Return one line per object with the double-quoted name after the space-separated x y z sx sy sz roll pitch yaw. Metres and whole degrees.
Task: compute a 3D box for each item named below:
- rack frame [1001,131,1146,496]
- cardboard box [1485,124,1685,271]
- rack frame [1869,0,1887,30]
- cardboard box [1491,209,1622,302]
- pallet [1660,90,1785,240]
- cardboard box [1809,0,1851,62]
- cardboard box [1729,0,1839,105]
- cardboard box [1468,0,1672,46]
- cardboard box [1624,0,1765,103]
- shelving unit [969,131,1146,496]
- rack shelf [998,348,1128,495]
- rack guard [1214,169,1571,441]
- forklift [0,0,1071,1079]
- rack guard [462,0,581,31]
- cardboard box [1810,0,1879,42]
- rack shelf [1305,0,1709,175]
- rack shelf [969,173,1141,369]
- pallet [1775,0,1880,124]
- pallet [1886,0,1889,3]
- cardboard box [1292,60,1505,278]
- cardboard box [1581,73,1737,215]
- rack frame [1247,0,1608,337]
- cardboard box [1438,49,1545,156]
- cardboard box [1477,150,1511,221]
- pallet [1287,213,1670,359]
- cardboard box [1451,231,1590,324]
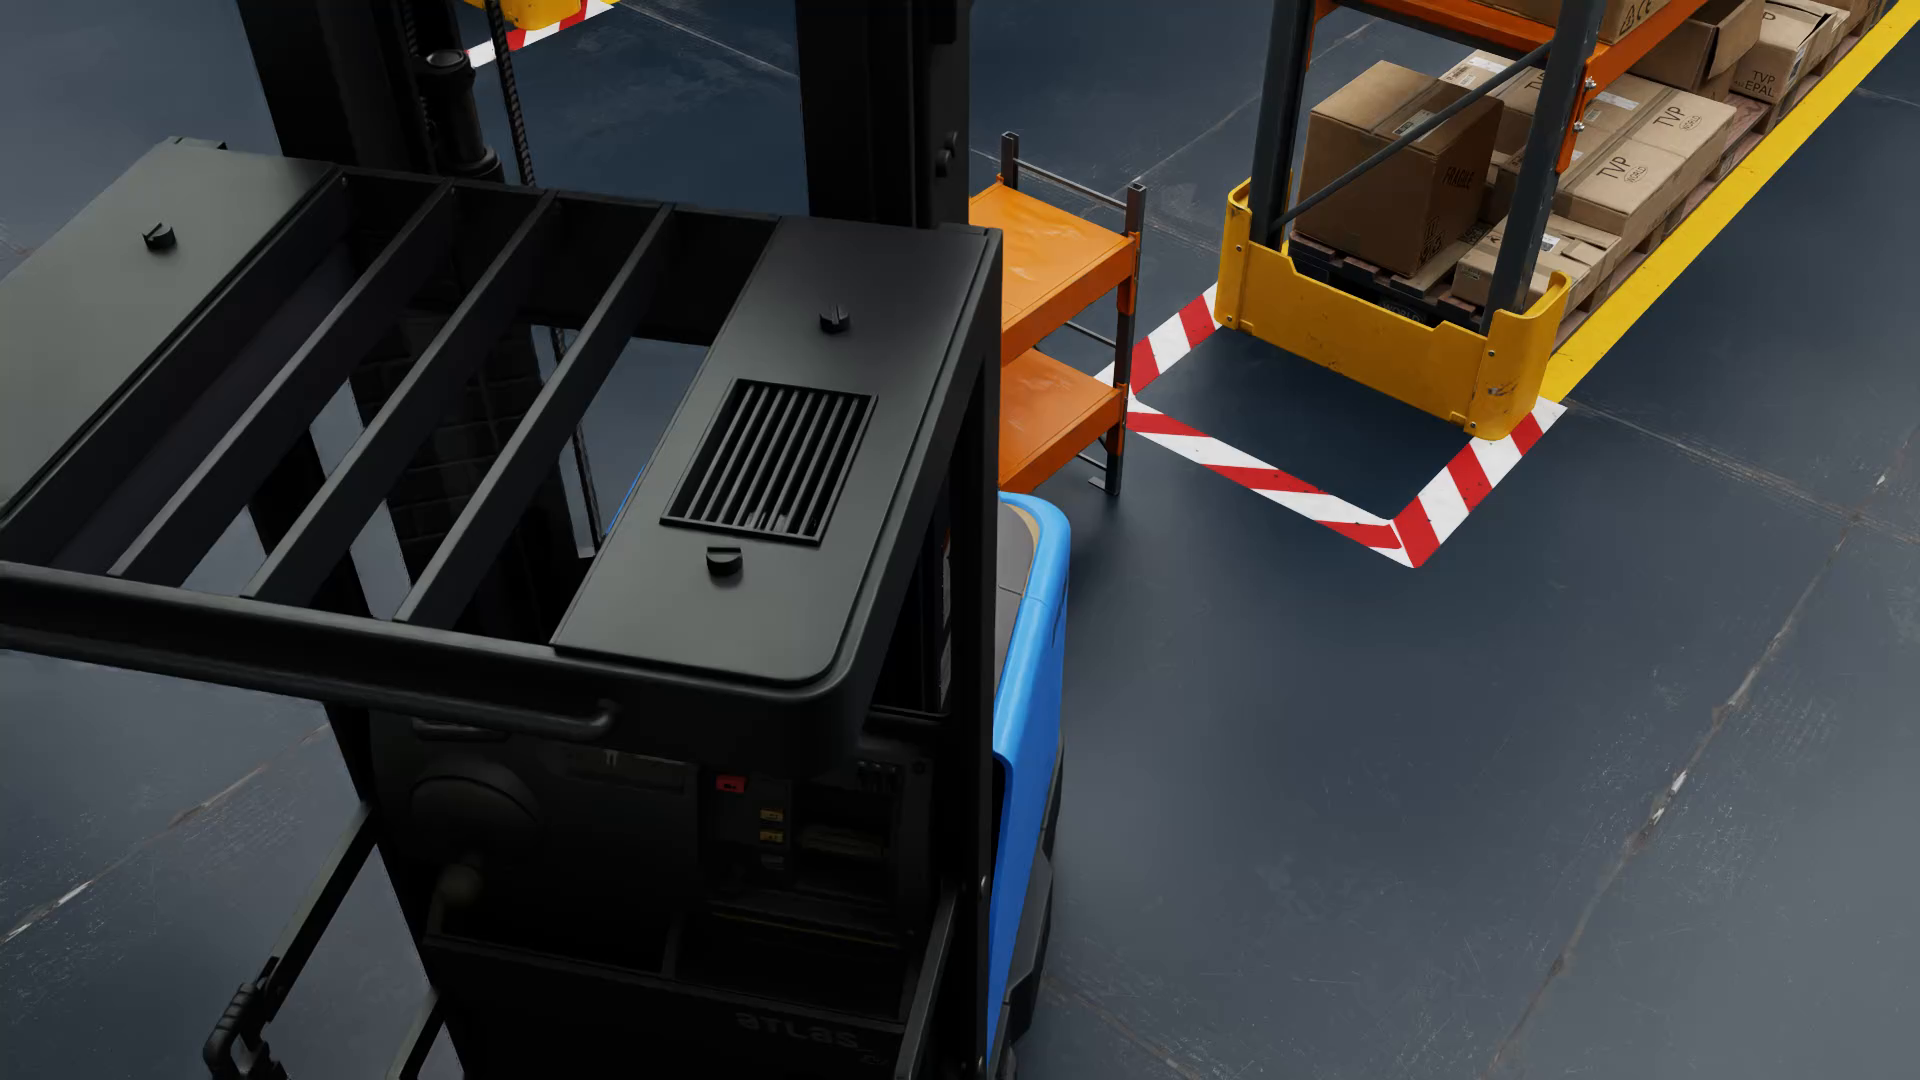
0.323 -0.674 5.156 0.500 1.125 0.032 29 50 28 "rack frame"
2.311 -1.289 6.154 0.500 0.250 0.500 29 50 28 "cardboard box"
3.996 -3.788 7.187 1.000 3.000 0.127 29 50 28 "rack frame"
2.115 -1.039 5.942 0.380 0.166 0.250 29 50 28 "cardboard box"
2.768 -1.772 7.042 1.003 0.211 1.213 29 50 28 "pallet"
3.651 -2.261 7.299 0.380 0.149 0.250 29 50 28 "cardboard box"
3.364 -2.154 7.061 0.500 0.311 0.500 29 50 28 "cardboard box"
1.909 -1.880 5.013 0.500 0.500 0.500 31 50 29 "cardboard box"
2.791 -2.058 6.812 0.797 0.503 0.637 29 50 28 "cardboard box"
-0.004 -0.413 4.868 0.538 1.125 1.048 29 50 28 "shelving unit"
-0.004 -0.232 5.032 0.538 0.278 1.000 29 50 28 "rack shelf"
1.471 -0.843 5.805 1.175 0.500 0.348 29 50 28 "rack guard"
-0.541 0.521 2.499 1.130 2.935 3.031 8 43 9 "forklift"
-2.373 -2.932 8.103 1.175 0.500 0.348 29 50 28 "rack guard"
3.846 -2.610 7.422 0.500 0.500 0.500 29 50 28 "cardboard box"
2.709 -2.492 6.296 1.077 0.370 4.000 29 50 28 "rack shelf"
-0.004 -0.629 4.671 0.538 0.278 1.000 29 50 28 "rack shelf"
3.553 -2.403 7.736 1.003 0.211 1.213 29 50 28 "pallet"
4.491 -3.192 8.603 1.003 0.211 1.213 29 50 28 "pallet"
1.583 -1.353 6.039 0.500 0.500 0.500 29 50 28 "cardboard box"
2.632 -1.546 6.437 0.500 0.250 0.500 29 50 28 "cardboard box"
1.422 -1.729 4.921 1.000 3.000 0.127 29 50 28 "rack frame"
2.217 -1.737 6.647 0.500 0.250 0.500 29 50 28 "cardboard box"
1.913 -1.399 6.338 0.380 0.166 0.250 29 50 28 "cardboard box"
1.983 -1.147 6.355 1.003 0.211 1.213 29 50 28 "pallet"
1.954 -0.903 5.806 0.380 0.149 0.250 29 50 28 "cardboard box"
